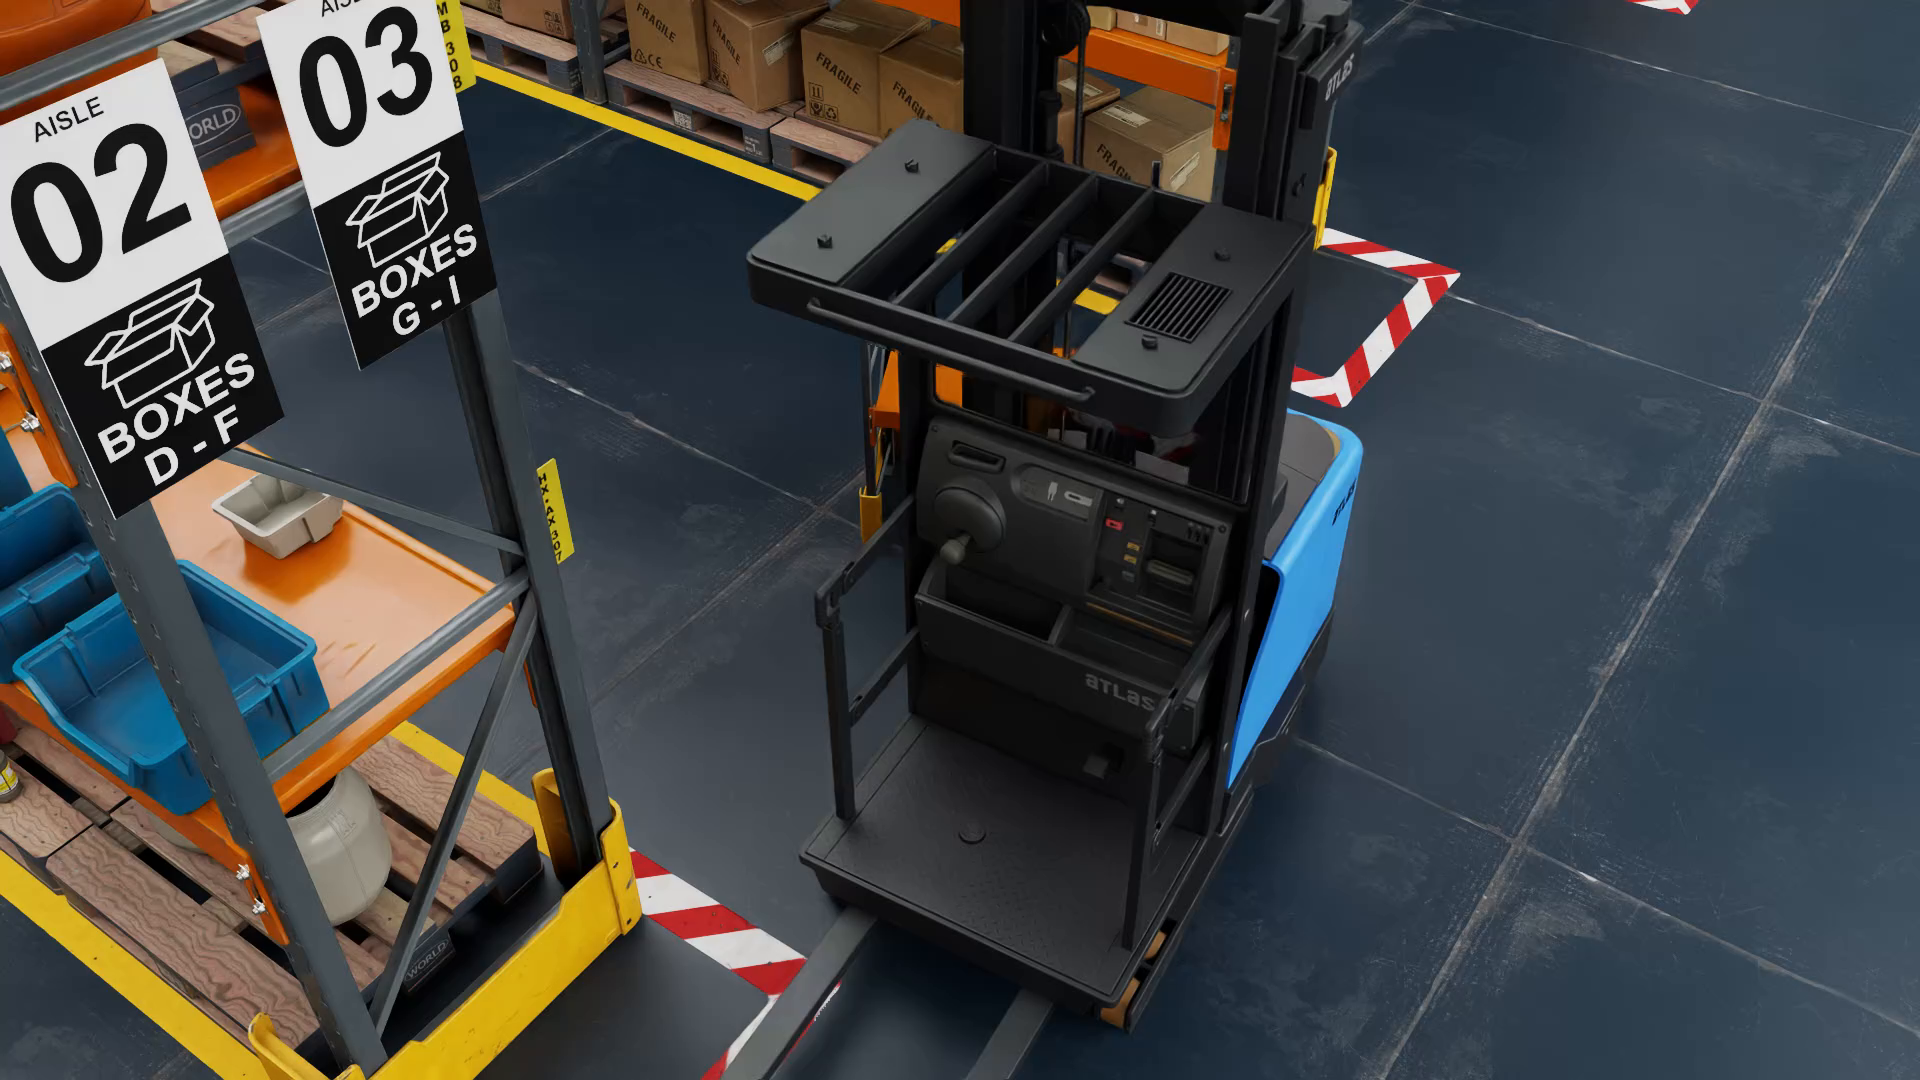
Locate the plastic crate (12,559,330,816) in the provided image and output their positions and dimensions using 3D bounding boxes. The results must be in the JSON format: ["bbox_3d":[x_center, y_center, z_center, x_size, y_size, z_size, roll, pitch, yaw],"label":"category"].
[{"bbox_3d":[-1.975,0.366,4.203,0.616,0.251,0.499,25,48,25],"label":"plastic crate"}]

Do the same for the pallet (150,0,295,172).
[{"bbox_3d":[-2.015,-1.079,3.598,1.213,0.211,1.003,25,48,25],"label":"pallet"}]

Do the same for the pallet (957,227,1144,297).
[{"bbox_3d":[0.743,-1.685,8.475,1.213,0.211,1.003,25,48,25],"label":"pallet"}]

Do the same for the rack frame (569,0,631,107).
[{"bbox_3d":[-1.825,-3.897,8.855,0.127,3.000,1.000,25,48,25],"label":"rack frame"}]

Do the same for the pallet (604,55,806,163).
[{"bbox_3d":[-1.254,-2.620,9.519,1.213,0.211,1.003,25,48,25],"label":"pallet"}]

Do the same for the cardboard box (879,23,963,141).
[{"bbox_3d":[-0.062,-2.299,8.629,0.500,0.500,0.500,30,50,29],"label":"cardboard box"}]

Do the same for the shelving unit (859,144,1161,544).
[{"bbox_3d":[0.170,-0.695,6.402,1.083,1.500,0.587,5,42,5],"label":"shelving unit"}]

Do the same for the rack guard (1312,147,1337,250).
[{"bbox_3d":[1.388,-1.463,8.010,0.348,0.500,1.175,25,48,25],"label":"rack guard"}]

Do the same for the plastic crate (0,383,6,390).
[{"bbox_3d":[-3.194,-0.611,5.381,0.437,0.136,0.530,25,48,25],"label":"plastic crate"}]

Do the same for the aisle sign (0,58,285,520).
[{"bbox_3d":[-1.505,-0.440,3.043,0.004,0.787,0.394,25,48,25],"label":"aisle sign"}]

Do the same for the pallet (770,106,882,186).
[{"bbox_3d":[-0.251,-2.153,8.998,1.213,0.211,1.003,25,48,25],"label":"pallet"}]

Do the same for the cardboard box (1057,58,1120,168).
[{"bbox_3d":[0.440,-2.049,8.350,0.500,0.500,0.500,-29,49,-28],"label":"cardboard box"}]

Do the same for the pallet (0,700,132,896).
[{"bbox_3d":[-3.140,0.593,5.929,1.213,0.211,1.003,25,48,25],"label":"pallet"}]

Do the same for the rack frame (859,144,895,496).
[{"bbox_3d":[-0.325,-0.736,6.448,0.032,1.500,0.500,5,42,5],"label":"rack frame"}]

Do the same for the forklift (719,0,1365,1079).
[{"bbox_3d":[0.200,0.044,4.503,1.130,2.935,3.031,21,46,21],"label":"forklift"}]

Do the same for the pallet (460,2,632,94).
[{"bbox_3d":[-2.463,-3.155,10.117,1.213,0.211,1.003,25,48,25],"label":"pallet"}]

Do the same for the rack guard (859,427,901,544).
[{"bbox_3d":[-0.324,-0.270,6.864,0.087,0.250,0.587,5,42,5],"label":"rack guard"}]

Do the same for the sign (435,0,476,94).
[{"bbox_3d":[-1.074,-1.081,3.452,0.005,0.325,0.100,25,48,25],"label":"sign"}]

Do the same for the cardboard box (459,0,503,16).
[{"bbox_3d":[-2.695,-3.569,10.034,0.500,0.500,0.700,25,47,25],"label":"cardboard box"}]

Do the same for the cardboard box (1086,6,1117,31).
[{"bbox_3d":[0.660,-2.432,7.406,0.250,0.149,0.380,25,48,25],"label":"cardboard box"}]

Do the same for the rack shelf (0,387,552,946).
[{"bbox_3d":[-3.031,-0.159,5.217,4.000,0.370,1.077,25,48,25],"label":"rack shelf"}]

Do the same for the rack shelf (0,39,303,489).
[{"bbox_3d":[-3.031,-1.277,4.217,4.000,0.370,1.077,25,48,25],"label":"rack shelf"}]

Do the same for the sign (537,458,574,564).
[{"bbox_3d":[-1.074,-0.063,4.363,0.005,0.325,0.100,25,48,25],"label":"sign"}]

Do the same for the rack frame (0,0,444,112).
[{"bbox_3d":[-1.394,-1.897,2.121,0.127,3.000,1.000,25,48,25],"label":"rack frame"}]

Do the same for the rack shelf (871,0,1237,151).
[{"bbox_3d":[-0.187,-2.863,8.239,4.000,0.370,1.077,25,48,25],"label":"rack shelf"}]

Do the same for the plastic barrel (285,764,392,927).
[{"bbox_3d":[-1.976,0.899,5.046,0.421,0.512,0.421,0,42,0],"label":"plastic barrel"}]

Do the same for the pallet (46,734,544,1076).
[{"bbox_3d":[-2.145,1.061,5.406,1.213,0.211,1.003,25,48,25],"label":"pallet"}]

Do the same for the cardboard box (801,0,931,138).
[{"bbox_3d":[-0.493,-2.537,8.895,0.500,0.500,0.500,21,46,22],"label":"cardboard box"}]

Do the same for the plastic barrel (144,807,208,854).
[{"bbox_3d":[-2.387,0.707,5.261,0.421,0.512,0.421,0,42,0],"label":"plastic barrel"}]

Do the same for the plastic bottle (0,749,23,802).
[{"bbox_3d":[-3.149,0.754,5.427,0.097,0.201,0.097,0,42,0],"label":"plastic bottle"}]

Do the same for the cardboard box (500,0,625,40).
[{"bbox_3d":[-2.315,-3.376,9.818,0.500,0.500,0.700,22,46,22],"label":"cardboard box"}]

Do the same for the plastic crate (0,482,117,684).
[{"bbox_3d":[-2.504,0.114,4.484,0.408,0.251,0.499,25,48,25],"label":"plastic crate"}]

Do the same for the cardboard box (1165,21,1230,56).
[{"bbox_3d":[1.098,-2.268,7.224,0.250,0.149,0.380,25,48,25],"label":"cardboard box"}]

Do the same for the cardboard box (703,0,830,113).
[{"bbox_3d":[-1.047,-2.732,9.113,0.500,0.500,0.500,-26,48,-26],"label":"cardboard box"}]

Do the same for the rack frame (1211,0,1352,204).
[{"bbox_3d":[1.450,-2.365,7.144,0.127,3.000,1.000,25,48,25],"label":"rack frame"}]

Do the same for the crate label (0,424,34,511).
[{"bbox_3d":[-3.056,-0.231,4.733,0.616,0.435,0.502,25,48,25],"label":"crate label"}]

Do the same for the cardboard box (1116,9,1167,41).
[{"bbox_3d":[0.894,-2.364,7.331,0.250,0.149,0.380,25,48,25],"label":"cardboard box"}]

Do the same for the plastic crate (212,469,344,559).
[{"bbox_3d":[-1.942,-0.081,4.789,0.250,0.136,0.298,25,48,25],"label":"plastic crate"}]

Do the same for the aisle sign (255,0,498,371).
[{"bbox_3d":[-1.167,-0.762,3.403,0.004,0.787,0.394,25,48,25],"label":"aisle sign"}]

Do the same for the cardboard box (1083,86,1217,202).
[{"bbox_3d":[0.949,-1.838,8.115,0.500,0.500,0.500,-33,51,-31],"label":"cardboard box"}]

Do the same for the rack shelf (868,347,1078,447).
[{"bbox_3d":[0.180,-0.560,6.521,1.000,0.185,0.538,5,42,5],"label":"rack shelf"}]

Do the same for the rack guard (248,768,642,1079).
[{"bbox_3d":[-1.483,1.267,4.959,0.348,0.500,1.175,25,48,25],"label":"rack guard"}]

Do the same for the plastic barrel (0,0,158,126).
[{"bbox_3d":[-1.864,-1.212,2.969,0.708,0.830,0.600,25,48,25],"label":"plastic barrel"}]

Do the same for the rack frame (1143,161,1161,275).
[{"bbox_3d":[0.684,-0.652,6.354,0.032,1.500,0.500,5,42,5],"label":"rack frame"}]

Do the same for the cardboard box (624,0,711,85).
[{"bbox_3d":[-1.520,-2.947,9.353,0.500,0.500,0.500,24,47,24],"label":"cardboard box"}]

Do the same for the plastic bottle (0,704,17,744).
[{"bbox_3d":[-3.279,0.554,5.589,0.133,0.283,0.061,25,48,25],"label":"plastic bottle"}]

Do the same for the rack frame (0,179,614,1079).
[{"bbox_3d":[-1.394,0.339,4.122,0.127,3.000,1.000,25,48,25],"label":"rack frame"}]
